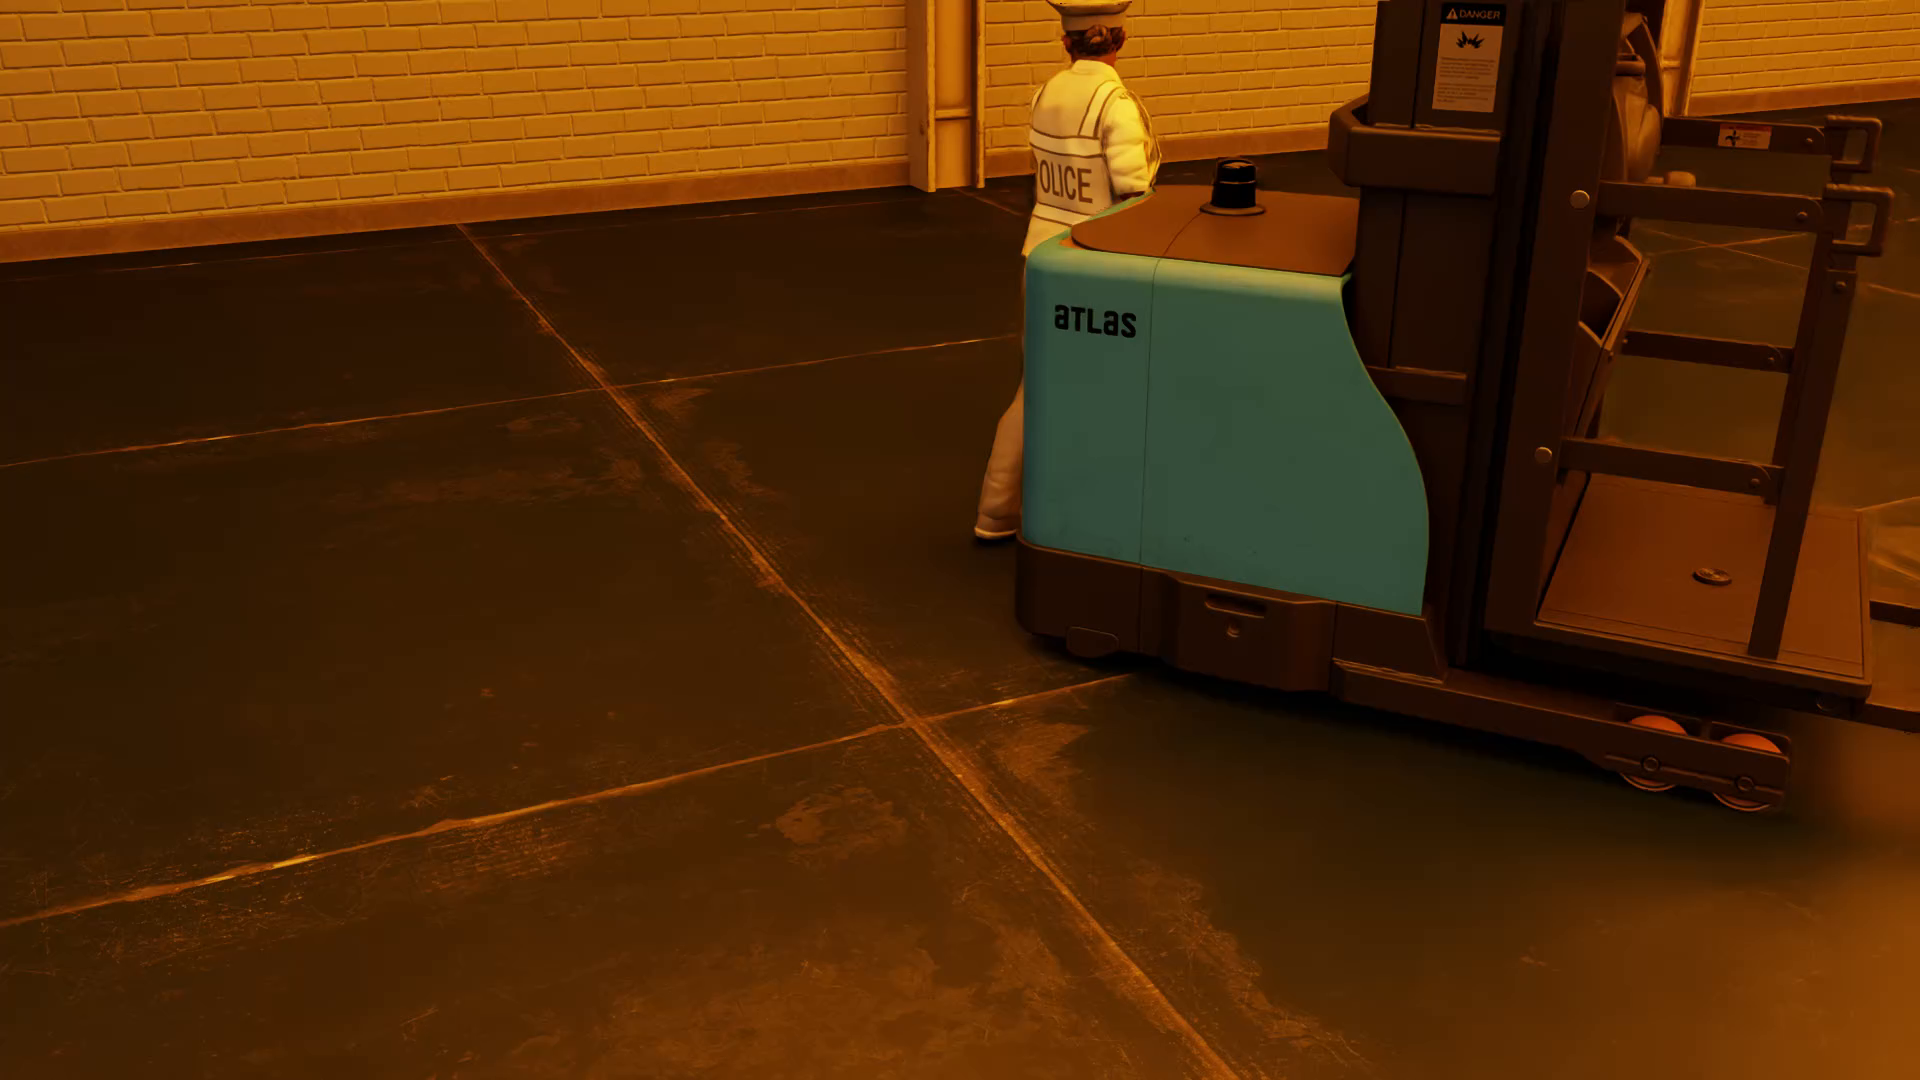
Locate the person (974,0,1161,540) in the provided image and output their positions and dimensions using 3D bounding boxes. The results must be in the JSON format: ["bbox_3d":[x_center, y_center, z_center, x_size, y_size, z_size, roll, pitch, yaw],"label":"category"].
[{"bbox_3d":[0.469,-0.793,4.930,0.853,1.608,0.594,-18,29,-37],"label":"person"}]

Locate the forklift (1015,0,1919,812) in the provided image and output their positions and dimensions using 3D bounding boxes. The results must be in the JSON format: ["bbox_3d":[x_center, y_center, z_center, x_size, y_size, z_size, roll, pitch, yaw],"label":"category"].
[{"bbox_3d":[1.701,-0.988,3.665,3.031,2.935,1.130,11,25,24],"label":"forklift"}]
